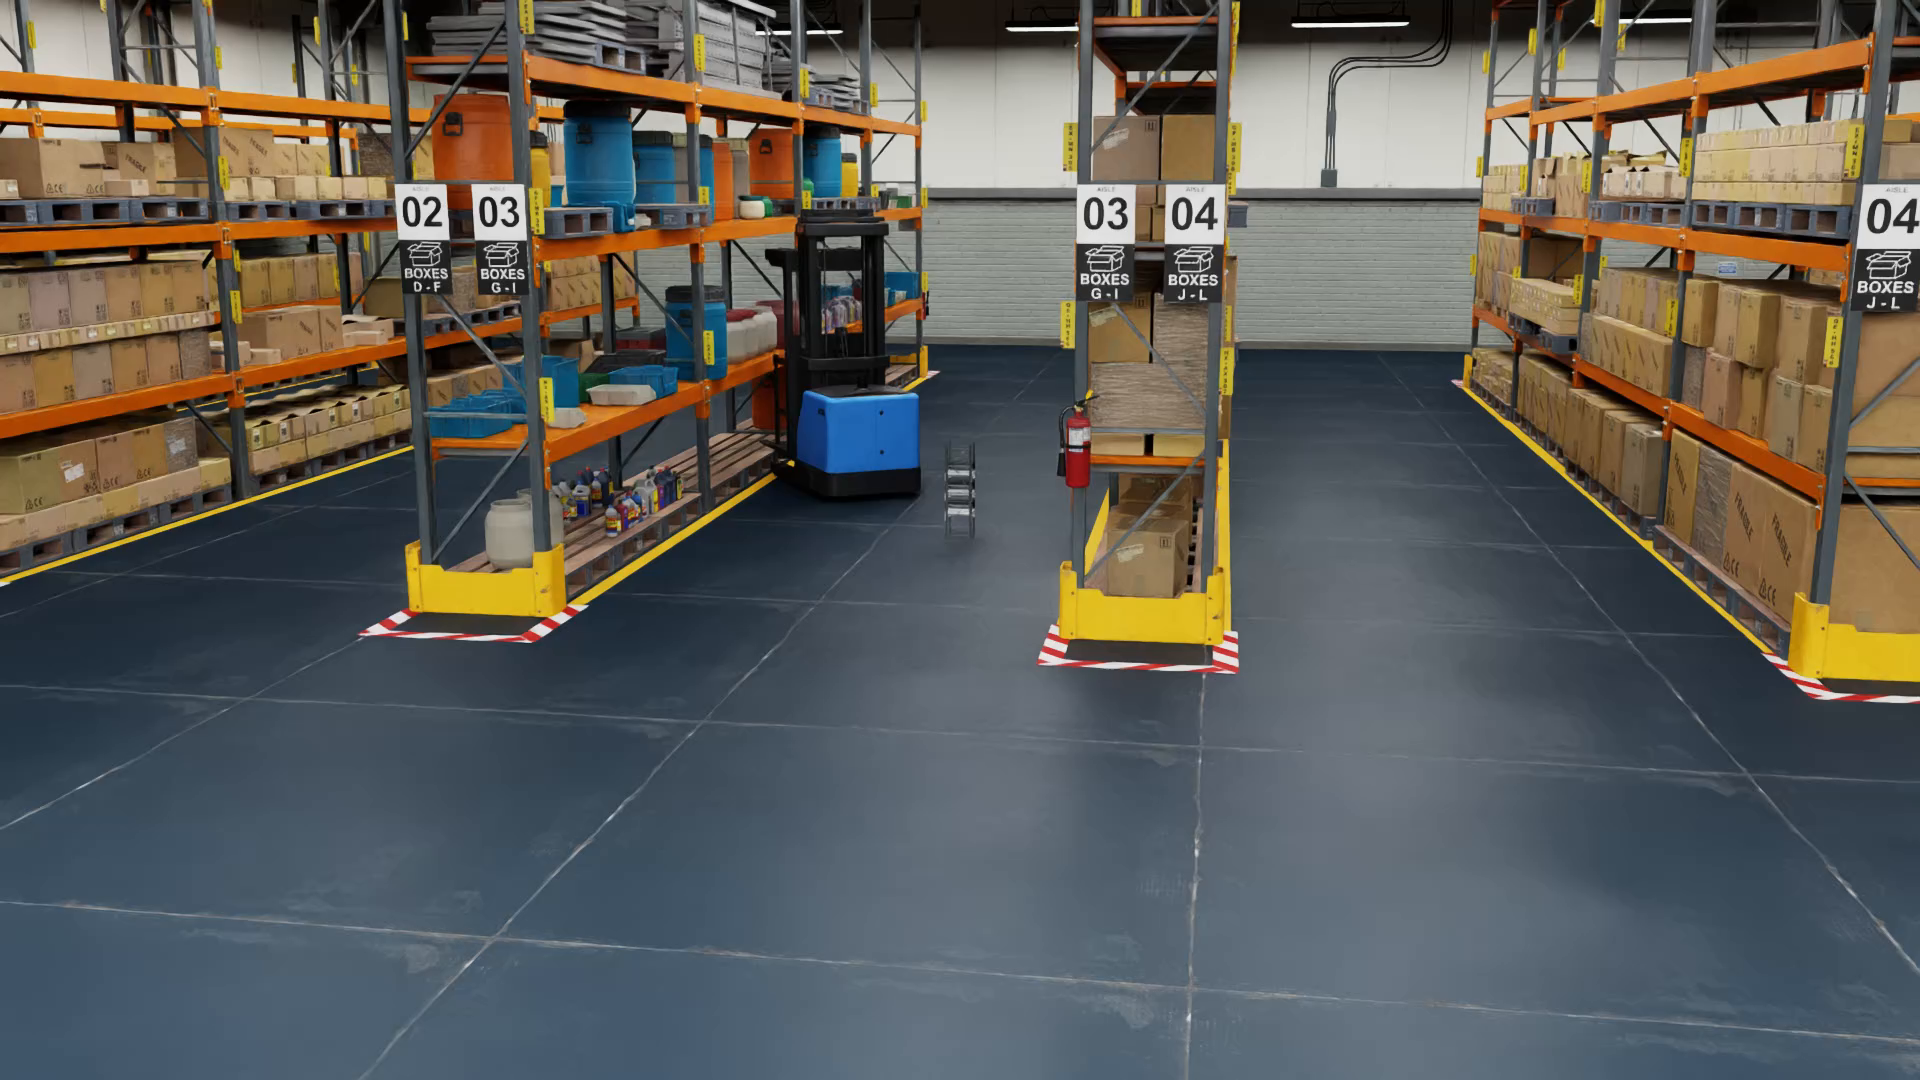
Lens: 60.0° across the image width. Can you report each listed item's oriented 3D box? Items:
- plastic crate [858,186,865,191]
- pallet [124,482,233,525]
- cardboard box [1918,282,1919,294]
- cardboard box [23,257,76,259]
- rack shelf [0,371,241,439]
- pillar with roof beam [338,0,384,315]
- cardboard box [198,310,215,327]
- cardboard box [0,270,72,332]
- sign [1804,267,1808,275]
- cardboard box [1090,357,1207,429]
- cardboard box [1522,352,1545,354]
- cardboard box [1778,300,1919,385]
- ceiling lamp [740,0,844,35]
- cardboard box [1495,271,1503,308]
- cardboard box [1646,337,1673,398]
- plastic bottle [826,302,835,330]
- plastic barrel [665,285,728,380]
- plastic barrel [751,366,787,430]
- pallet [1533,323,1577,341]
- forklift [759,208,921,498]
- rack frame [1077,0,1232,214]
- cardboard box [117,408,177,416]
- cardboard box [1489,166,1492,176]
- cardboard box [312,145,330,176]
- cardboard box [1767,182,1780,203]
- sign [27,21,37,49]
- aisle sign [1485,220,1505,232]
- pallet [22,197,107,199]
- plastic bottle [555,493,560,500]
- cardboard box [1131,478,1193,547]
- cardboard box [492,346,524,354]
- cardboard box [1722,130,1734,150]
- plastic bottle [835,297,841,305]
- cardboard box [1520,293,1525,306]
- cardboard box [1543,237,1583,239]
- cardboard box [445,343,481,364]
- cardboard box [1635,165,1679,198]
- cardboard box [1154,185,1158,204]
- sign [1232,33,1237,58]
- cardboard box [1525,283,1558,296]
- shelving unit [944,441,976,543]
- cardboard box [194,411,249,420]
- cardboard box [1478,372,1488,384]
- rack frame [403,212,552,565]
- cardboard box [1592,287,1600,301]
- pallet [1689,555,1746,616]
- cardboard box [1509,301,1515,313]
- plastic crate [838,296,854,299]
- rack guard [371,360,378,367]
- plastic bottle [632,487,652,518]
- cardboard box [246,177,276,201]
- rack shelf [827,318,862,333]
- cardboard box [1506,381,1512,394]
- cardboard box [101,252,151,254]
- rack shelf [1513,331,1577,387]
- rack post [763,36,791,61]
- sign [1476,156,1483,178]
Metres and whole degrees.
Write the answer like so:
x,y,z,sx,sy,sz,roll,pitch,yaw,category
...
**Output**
x,y,z,sx,sy,sz,roll,pitch,yaw,category
-1.640,-5.377,26.107,0.504,0.338,0.767,2,12,9,plastic crate
-8.037,-0.386,16.539,1.003,0.211,1.213,2,12,9,pallet
12.586,-3.391,21.254,0.500,0.500,0.500,2,12,9,cardboard box
-12.256,-3.687,22.466,0.500,0.250,0.500,1,12,7,cardboard box
-8.181,-1.145,15.152,1.077,0.370,4.000,2,12,9,rack shelf
-7.108,-7.954,30.799,9.100,9.000,0.548,2,12,9,pillar with roof beam
-7.703,-2.216,16.634,0.380,0.149,0.250,2,12,9,cardboard box
-8.243,-2.086,14.493,0.700,0.500,0.500,2,12,9,cardboard box
13.005,-4.250,25.605,0.100,0.325,0.005,2,12,9,sign
1.411,-1.067,12.136,0.875,0.500,0.500,2,12,9,cardboard box
8.805,-2.783,25.403,0.380,0.149,0.250,2,12,7,cardboard box
6.274,-1.372,11.576,0.875,0.550,0.550,2,12,9,cardboard box
-3.143,-10.674,29.565,2.000,3.185,0.800,2,12,9,ceiling lamp
7.985,-3.591,23.848,0.500,0.500,0.500,2,12,8,cardboard box
6.616,-1.576,15.205,0.500,0.500,0.500,2,12,8,cardboard box
-1.736,-2.962,21.991,0.144,0.351,0.185,2,12,9,plastic bottle
-2.620,-2.068,16.534,0.600,0.901,0.708,2,12,9,plastic barrel
-2.305,-1.831,20.782,0.600,0.830,0.708,2,12,9,plastic barrel
7.680,-2.562,20.473,1.003,0.211,1.213,2,12,9,pallet
-1.462,-2.133,18.190,1.130,2.935,3.031,-5,13,-23,forklift
1.300,-3.691,11.019,1.000,3.000,0.127,2,12,9,rack frame
-8.254,-1.055,16.773,0.500,0.500,0.500,2,12,9,cardboard box
8.200,-5.573,25.094,0.380,0.149,0.250,2,12,9,cardboard box
-10.853,-6.320,27.676,0.500,0.500,0.500,2,12,10,cardboard box
6.097,-2.519,12.063,0.380,0.149,0.250,2,12,9,cardboard box
-11.615,-6.318,20.802,0.100,0.325,0.005,2,12,9,sign
8.361,-5.203,26.104,0.394,0.787,0.004,2,12,9,aisle sign
-12.106,-4.415,21.946,1.213,0.211,1.003,2,12,11,pallet
-3.658,-0.280,14.849,0.152,0.276,0.135,2,12,7,plastic bottle
1.715,-0.242,14.187,0.500,0.500,0.500,1,12,4,cardboard box
-6.835,-2.699,25.545,0.500,0.500,0.500,2,12,9,cardboard box
6.292,-3.174,13.206,0.380,0.149,0.250,2,12,8,cardboard box
-1.709,-3.196,23.077,0.144,0.351,0.185,2,12,9,plastic bottle
7.399,-3.074,21.287,0.380,0.149,0.250,1,12,6,cardboard box
8.406,-3.953,23.154,0.500,0.500,0.500,2,12,7,cardboard box
-7.112,-2.637,23.476,0.500,0.250,0.500,2,12,9,cardboard box
6.853,-3.459,16.036,0.500,0.311,0.500,1,12,7,cardboard box
1.300,-2.626,12.605,0.380,0.149,0.250,2,12,9,cardboard box
3.683,-6.670,22.433,0.100,0.325,0.005,2,12,9,sign
7.357,-3.165,21.001,0.380,0.149,0.250,2,12,8,cardboard box
0.001,-0.442,15.163,0.258,0.900,0.210,2,12,9,shelving unit
-8.020,-1.251,18.132,0.500,0.311,0.500,2,12,10,cardboard box
8.111,-2.462,25.324,0.380,0.149,0.250,2,12,9,cardboard box
-3.594,-0.919,12.396,1.000,3.000,0.127,2,12,9,rack frame
7.879,-2.979,20.142,0.380,0.149,0.250,2,12,10,cardboard box
6.421,0.364,13.060,1.003,0.211,1.213,2,12,9,pallet
7.516,-3.090,22.070,0.380,0.149,0.250,1,12,6,cardboard box
-1.778,-3.690,25.735,0.293,0.136,0.466,2,12,9,plastic crate
-10.919,-3.354,29.626,1.175,0.500,0.348,2,12,9,rack guard
-2.901,-0.351,15.181,0.152,0.276,0.135,2,12,10,plastic bottle
-7.687,-3.754,17.788,0.500,0.250,0.500,1,12,3,cardboard box
-2.056,-2.649,22.131,1.077,0.370,4.000,2,12,9,rack shelf
7.765,-2.108,22.976,0.380,0.149,0.250,2,12,10,cardboard box
-12.012,-4.008,23.957,0.500,0.250,0.500,1,12,7,cardboard box
7.723,-2.307,20.543,1.077,0.370,4.000,2,12,9,rack shelf
-2.341,-5.935,20.204,0.624,0.289,0.986,2,12,9,rack post
8.110,-5.819,25.936,0.100,0.325,0.005,2,12,9,sign
